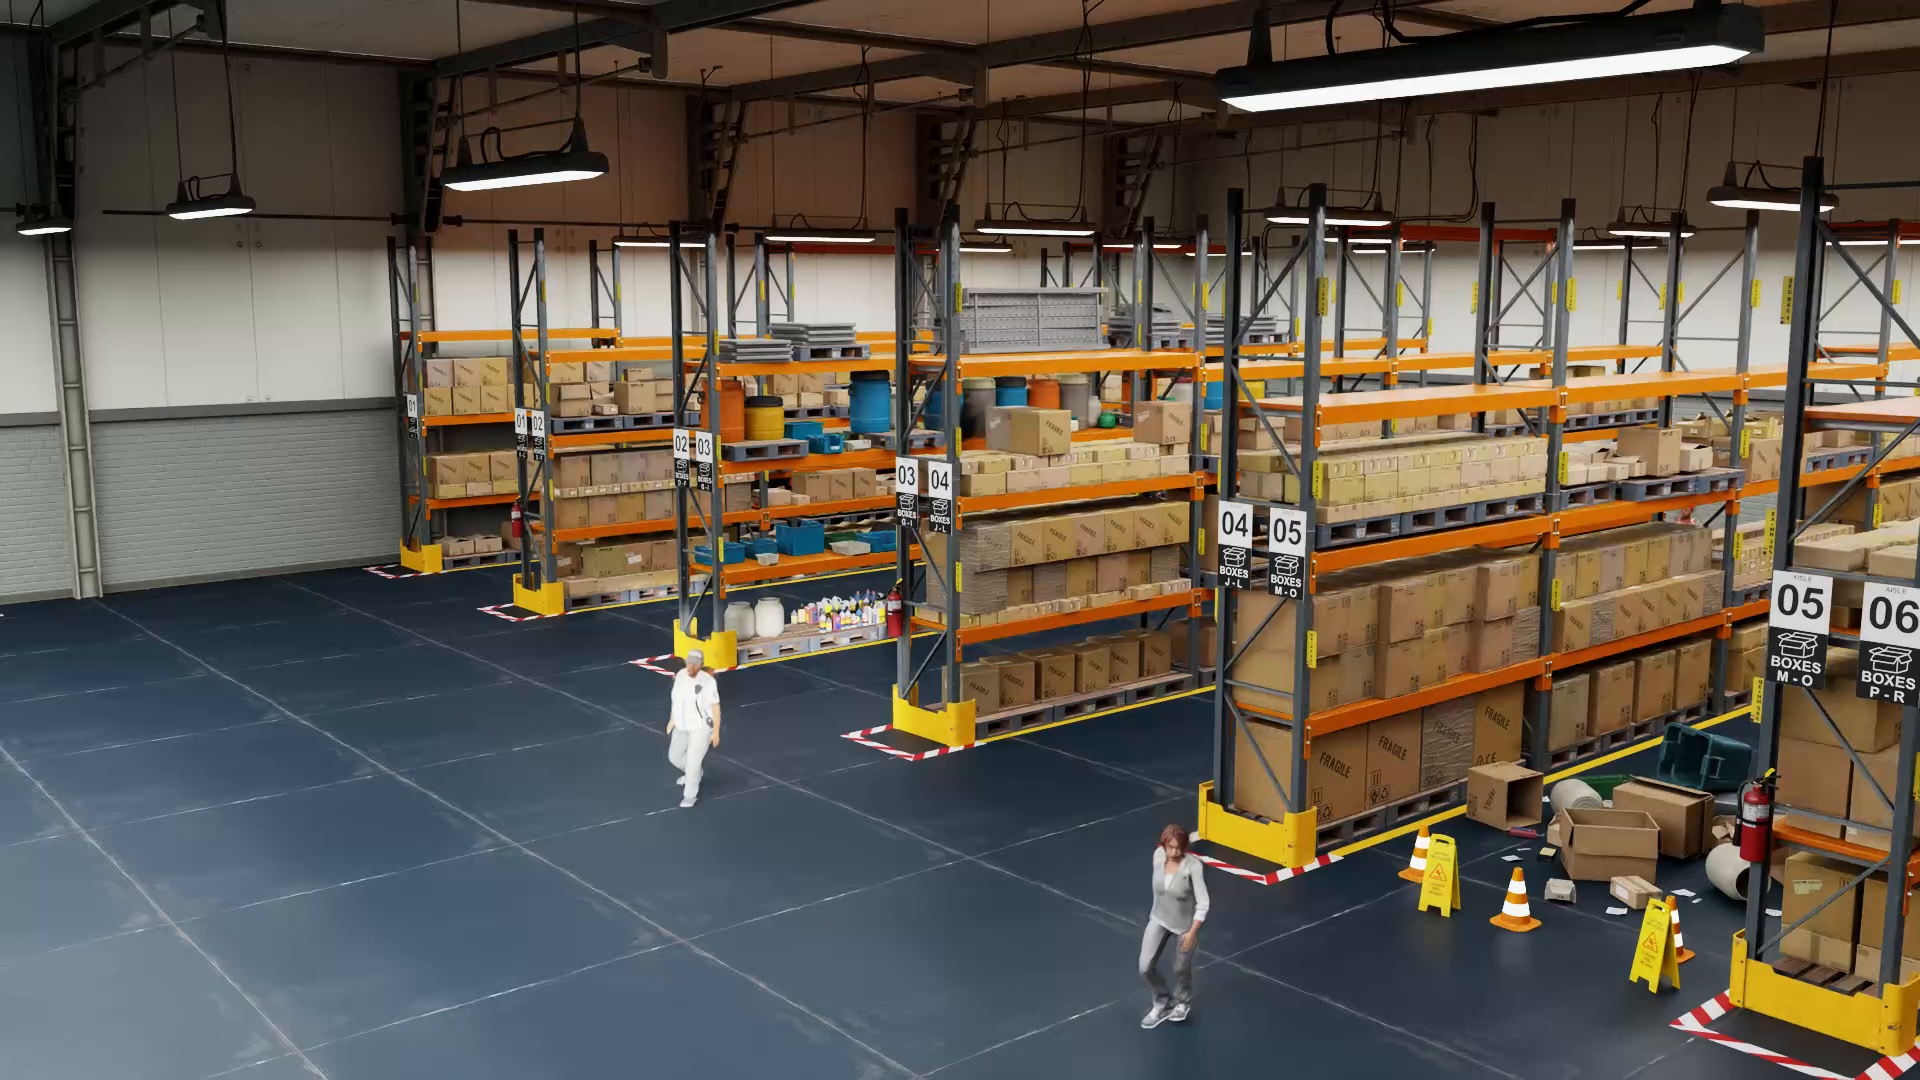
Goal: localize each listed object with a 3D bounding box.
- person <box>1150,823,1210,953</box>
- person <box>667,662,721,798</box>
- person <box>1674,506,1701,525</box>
[{"bbox_3d":[1.478,2.318,11.345,0.503,0.798,0.602,4,10,25],"label":"person"},{"bbox_3d":[-2.630,1.808,16.653,0.620,1.511,0.641,4,10,25],"label":"person"},{"bbox_3d":[11.338,0.272,26.152,0.638,1.784,0.681,7,11,36],"label":"person"}]
